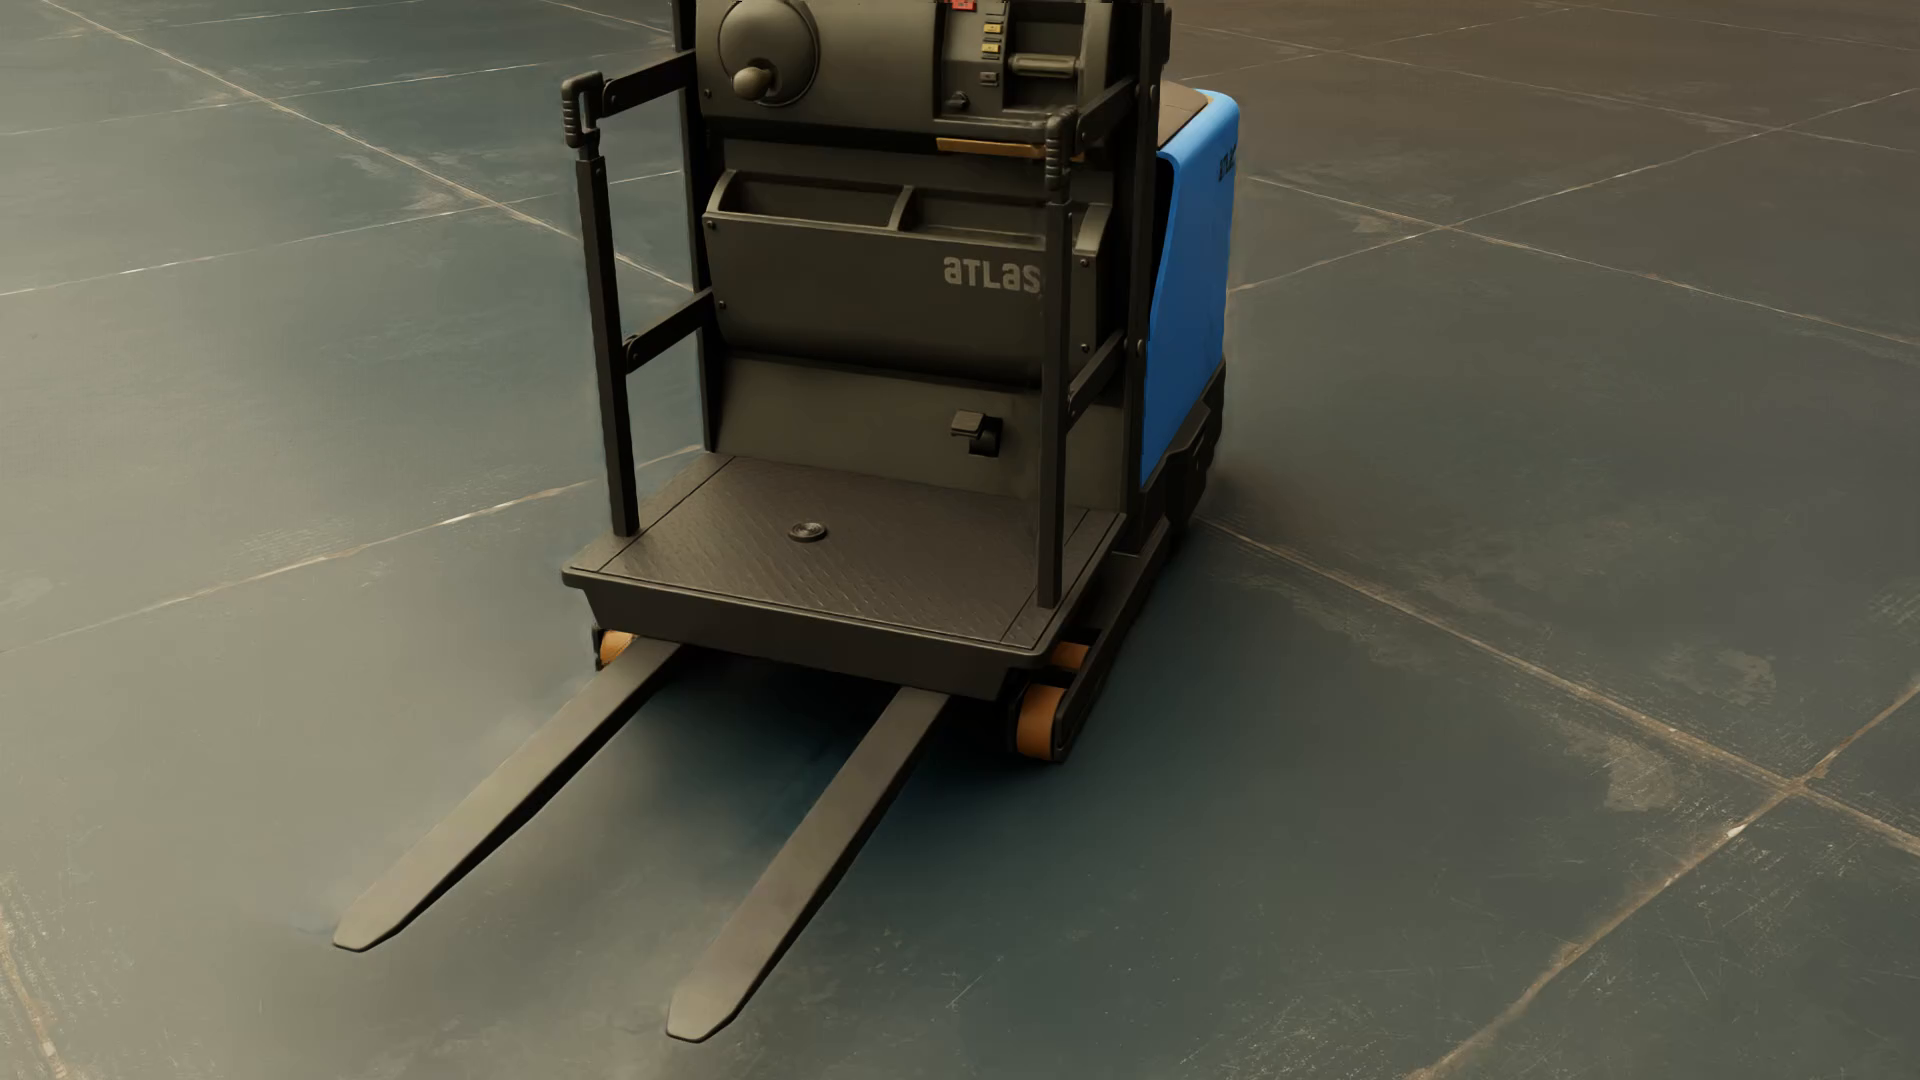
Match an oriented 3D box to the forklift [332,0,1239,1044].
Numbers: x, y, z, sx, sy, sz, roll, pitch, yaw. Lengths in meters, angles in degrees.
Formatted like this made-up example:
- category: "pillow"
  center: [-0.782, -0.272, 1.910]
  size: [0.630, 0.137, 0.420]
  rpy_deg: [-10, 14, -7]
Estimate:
- category: "forklift"
  center: [-0.194, -1.046, 3.311]
  size: [1.130, 2.935, 3.031]
  rpy_deg: [9, 28, 18]
